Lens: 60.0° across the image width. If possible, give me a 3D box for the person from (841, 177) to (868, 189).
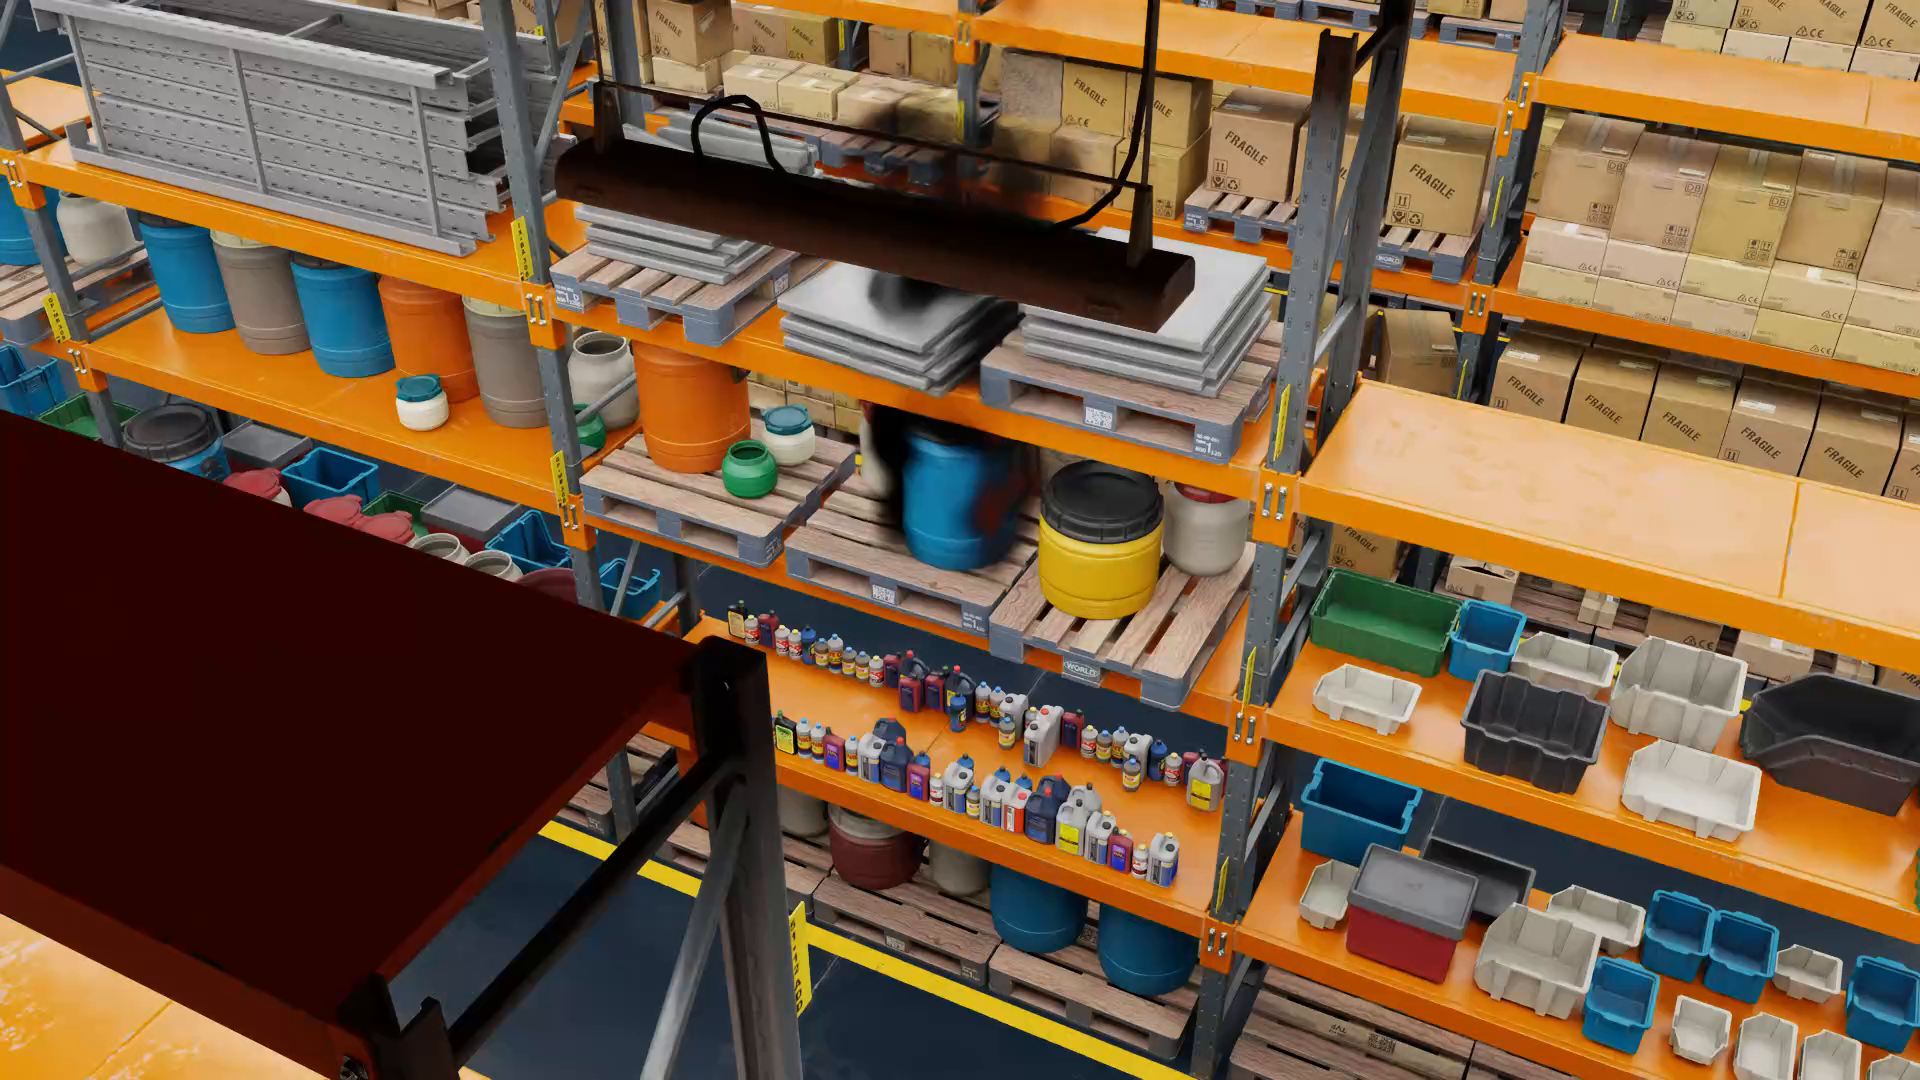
[{"bbox_3d":[-1.002,-2.799,16.344,0.586,1.741,0.636,17,39,23],"label":"person"}]
